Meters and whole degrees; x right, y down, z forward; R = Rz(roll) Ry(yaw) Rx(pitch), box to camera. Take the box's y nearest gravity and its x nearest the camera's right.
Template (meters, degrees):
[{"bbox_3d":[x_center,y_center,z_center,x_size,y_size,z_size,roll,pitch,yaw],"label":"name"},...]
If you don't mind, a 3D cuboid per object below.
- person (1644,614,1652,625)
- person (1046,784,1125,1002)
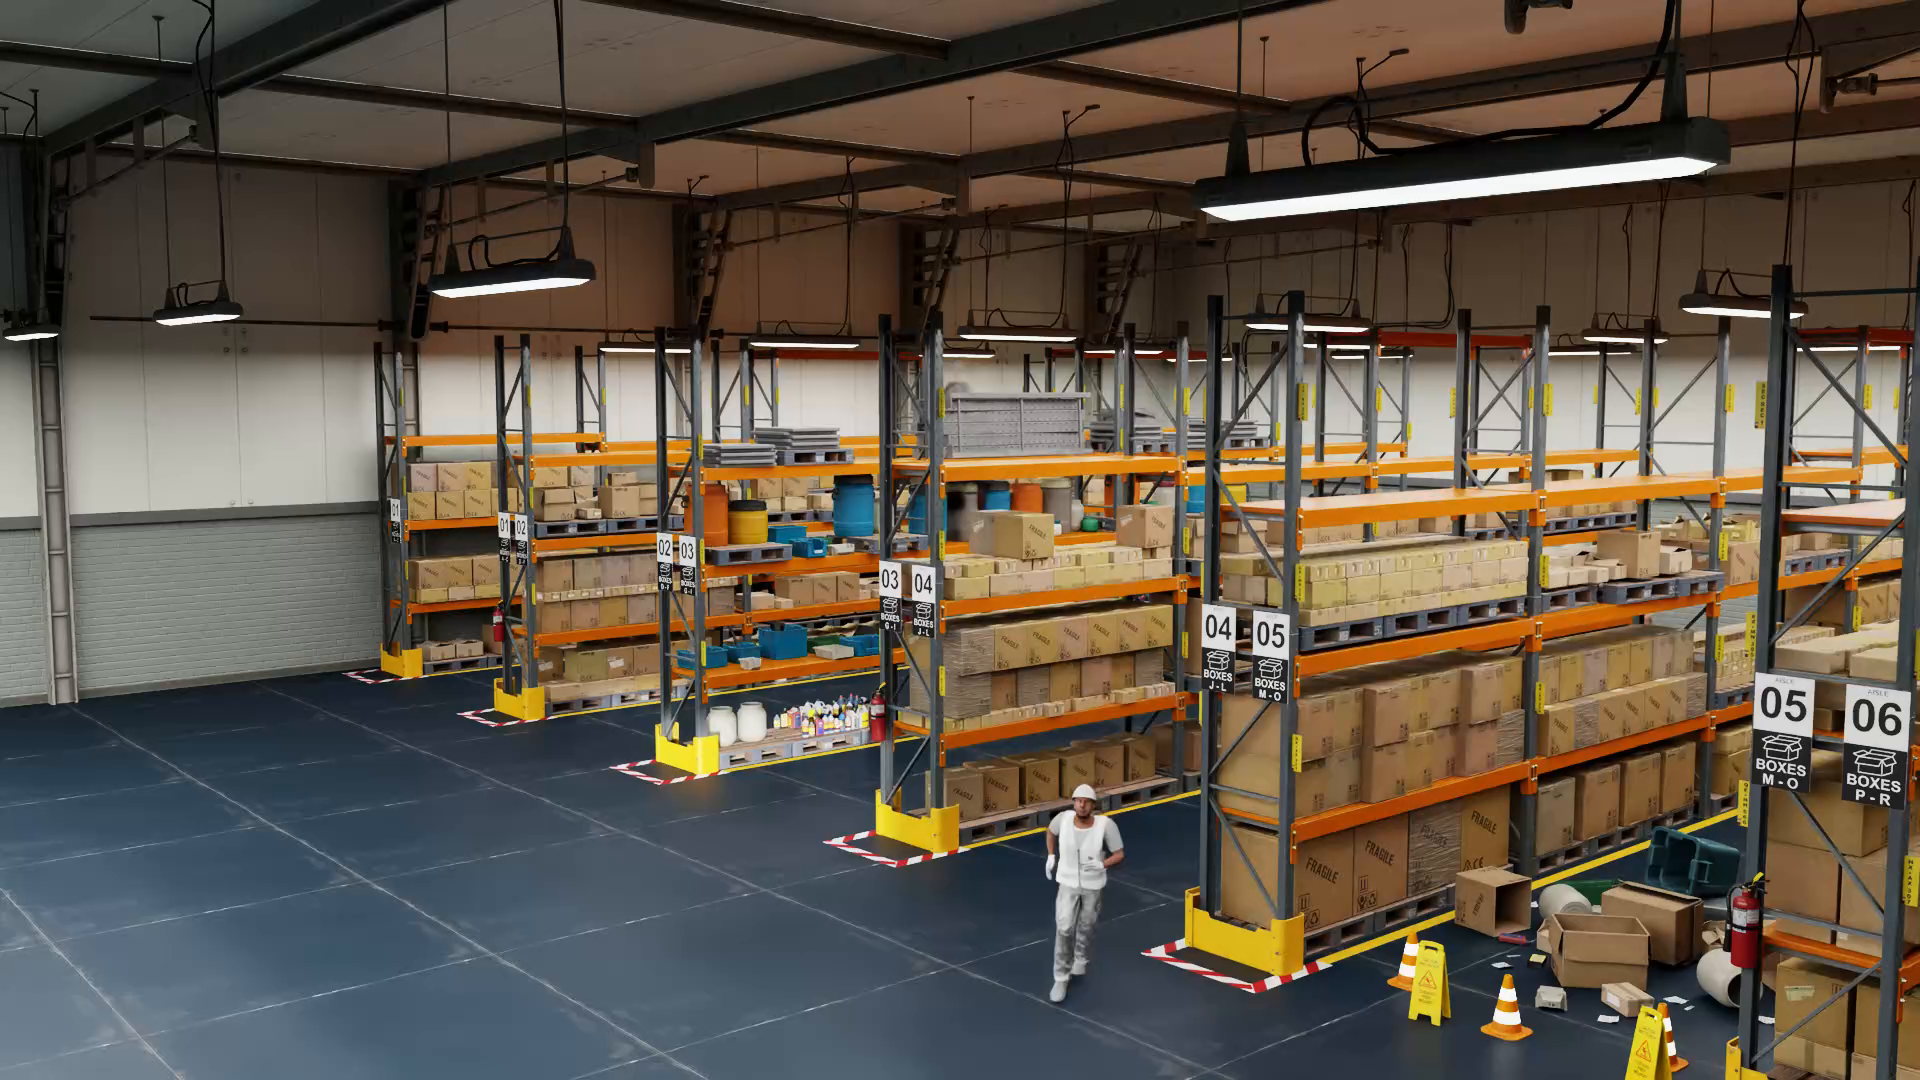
[{"bbox_3d":[10.253,1.993,24.966,1.046,1.802,0.704,-5,7,-42],"label":"person"},{"bbox_3d":[1.072,2.985,14.289,0.681,1.833,0.730,1,5,7],"label":"person"}]
